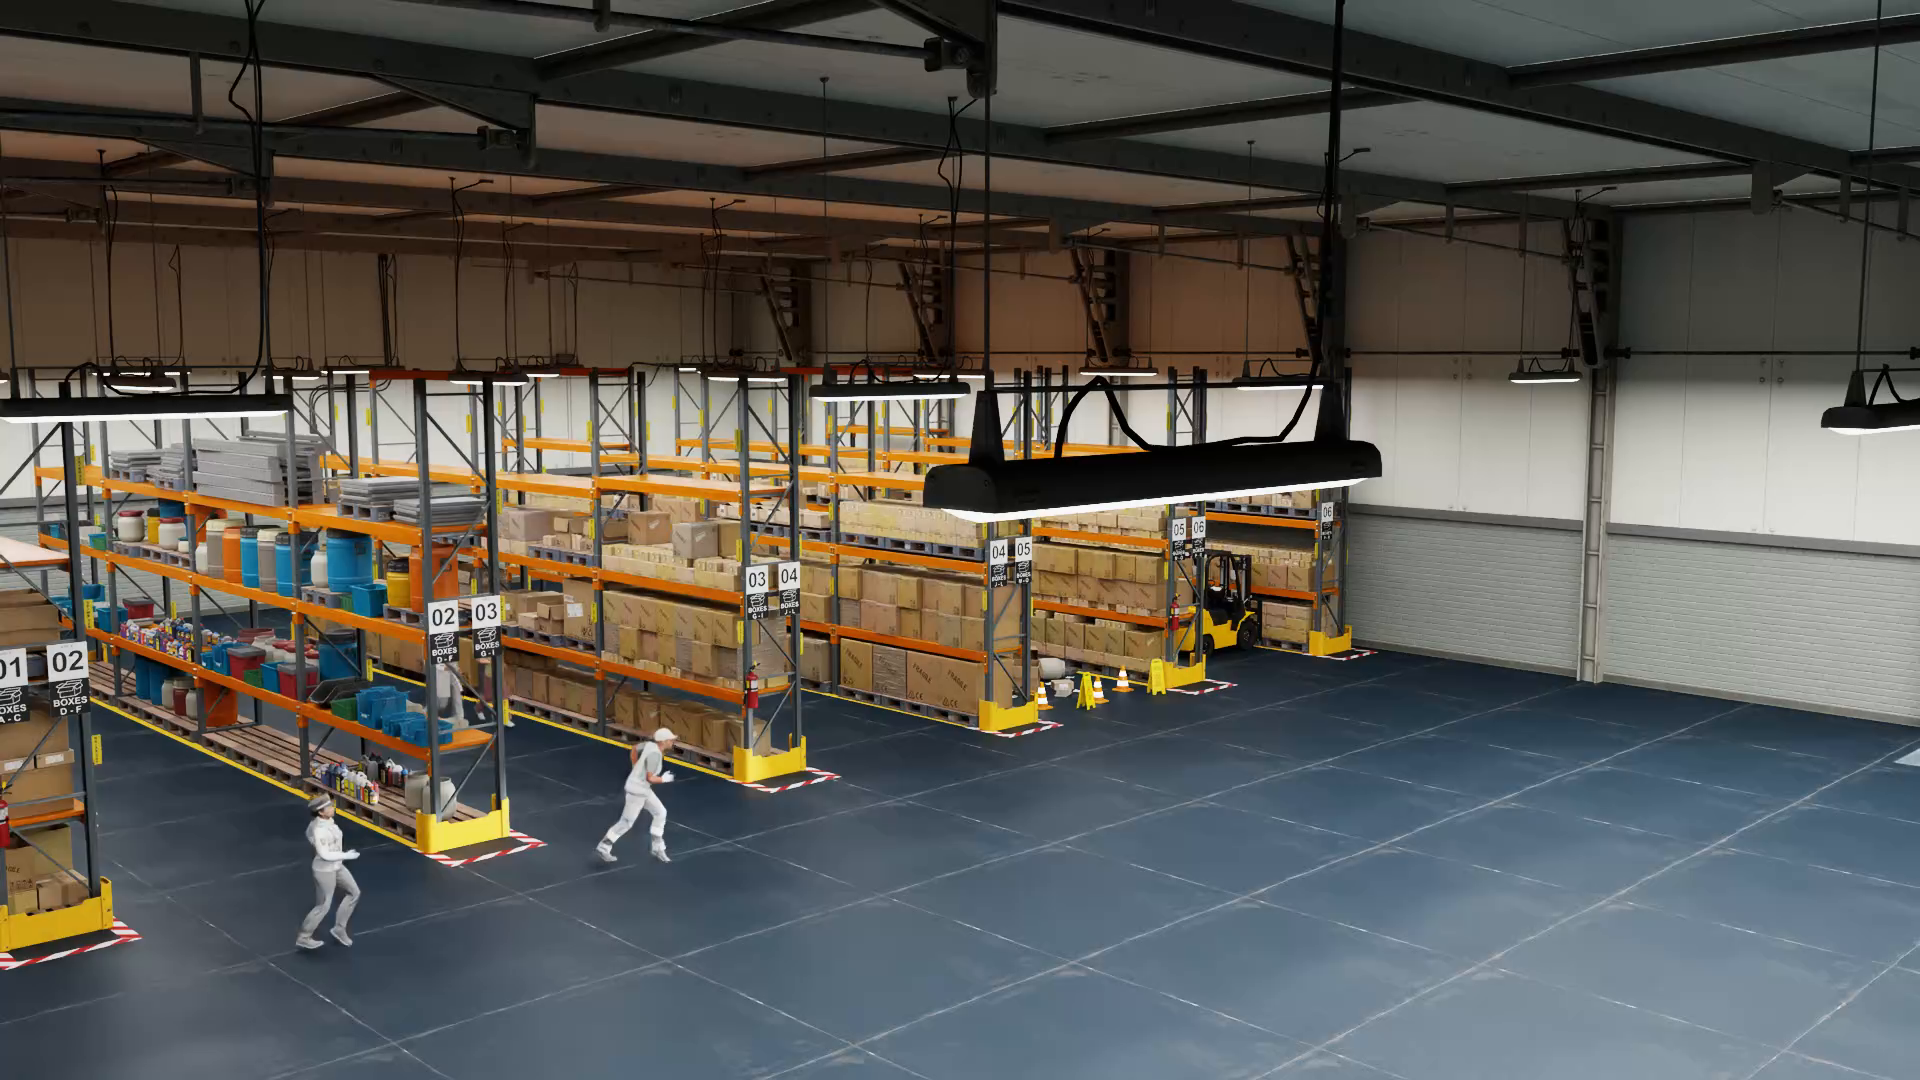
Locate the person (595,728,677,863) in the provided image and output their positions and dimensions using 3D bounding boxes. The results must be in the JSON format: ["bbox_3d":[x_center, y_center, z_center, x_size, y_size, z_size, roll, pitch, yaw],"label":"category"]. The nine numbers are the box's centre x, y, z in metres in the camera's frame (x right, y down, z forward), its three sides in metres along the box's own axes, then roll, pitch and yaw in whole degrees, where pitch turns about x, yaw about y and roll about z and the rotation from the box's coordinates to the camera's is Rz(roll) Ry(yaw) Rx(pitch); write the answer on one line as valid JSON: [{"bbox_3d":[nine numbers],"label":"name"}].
[{"bbox_3d":[-4.015,3.195,20.602,1.038,1.729,0.705,-2,7,-13],"label":"person"}]

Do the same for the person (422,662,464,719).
[{"bbox_3d":[-8.508,2.340,27.480,1.037,1.776,0.712,4,7,30],"label":"person"}]

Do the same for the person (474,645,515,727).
[{"bbox_3d":[-7.900,2.300,28.189,0.970,1.652,0.575,5,8,40],"label":"person"}]

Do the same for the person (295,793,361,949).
[{"bbox_3d":[-6.716,3.519,17.652,0.683,1.716,0.616,-1,7,-10],"label":"person"}]
